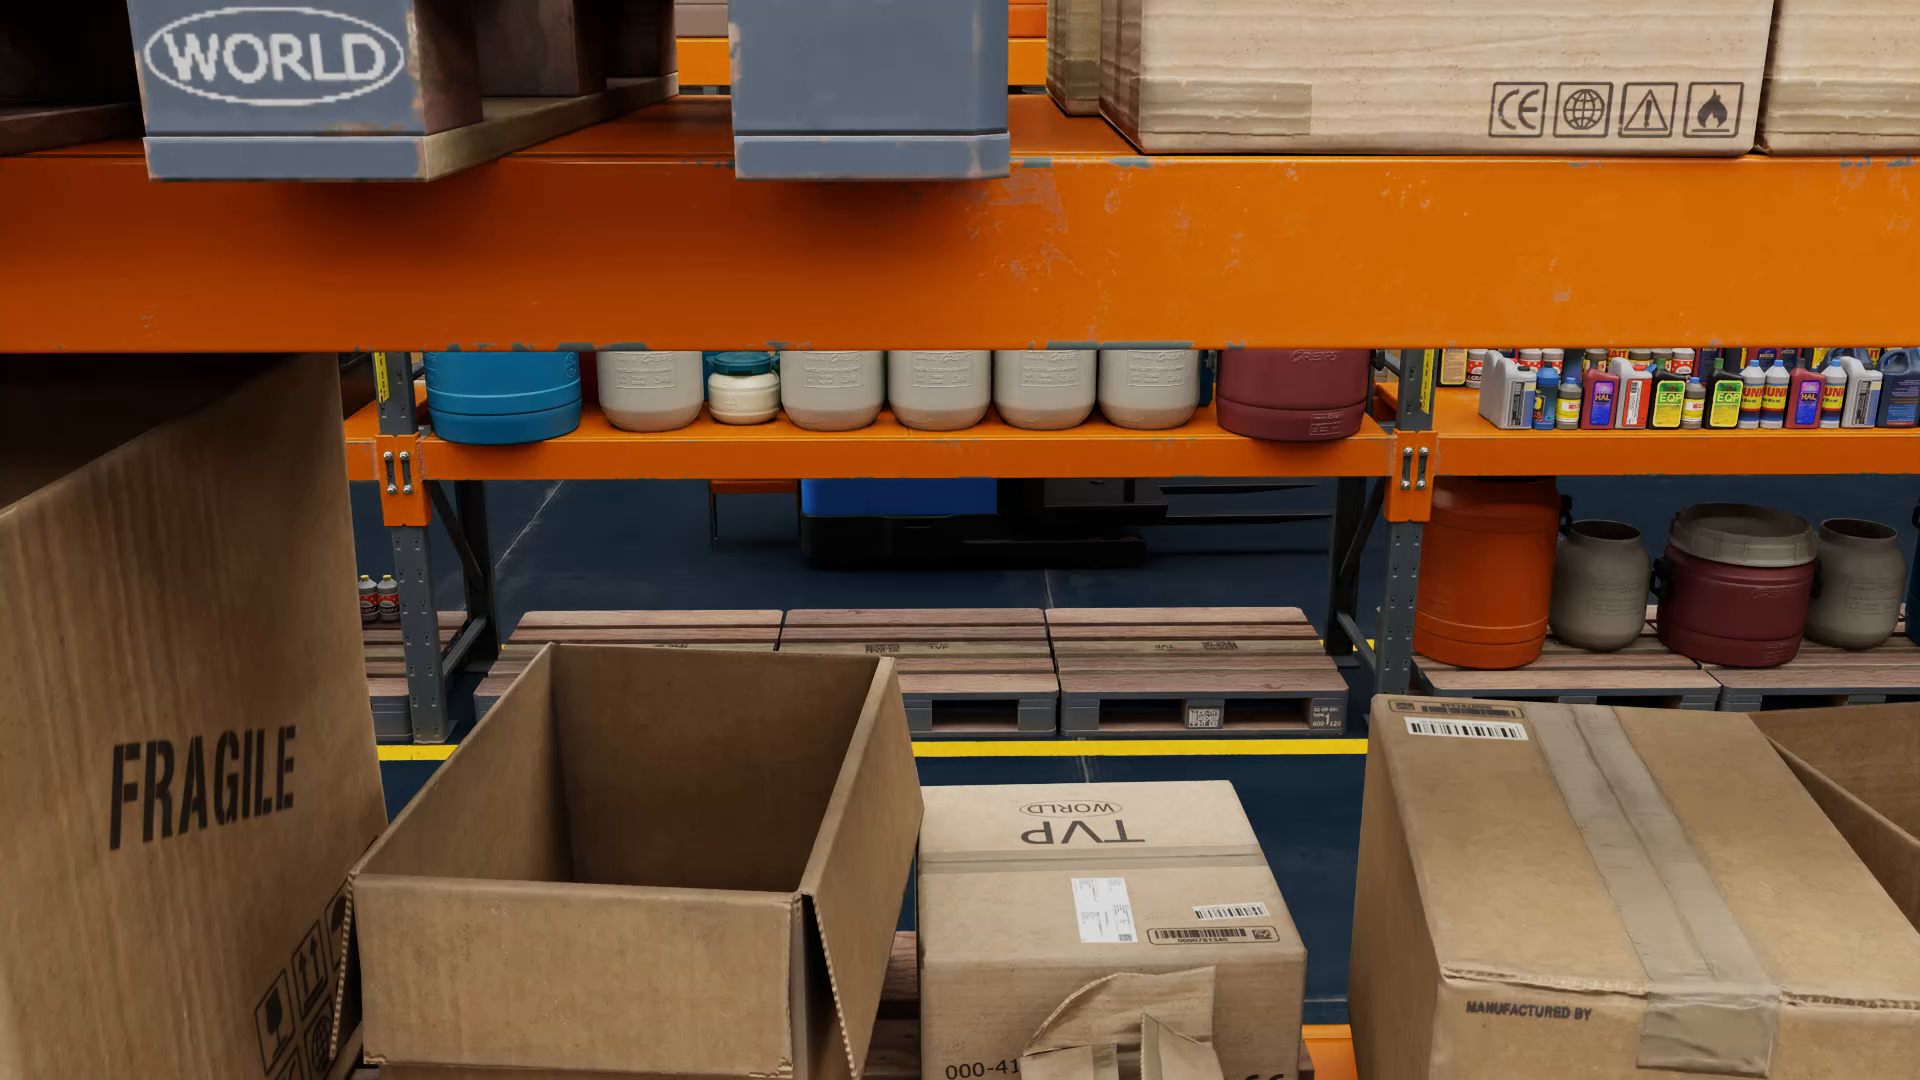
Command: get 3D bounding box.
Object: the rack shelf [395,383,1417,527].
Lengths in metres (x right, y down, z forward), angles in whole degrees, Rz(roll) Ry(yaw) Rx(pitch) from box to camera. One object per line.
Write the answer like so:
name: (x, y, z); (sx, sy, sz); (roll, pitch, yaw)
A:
rack shelf: (-0.210, -0.396, 7.049); (4.000, 0.370, 1.077); (0, 18, -1)

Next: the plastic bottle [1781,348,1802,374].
plastic bottle: (3.650, -0.813, 7.364); (0.133, 0.283, 0.061); (0, 18, -1)

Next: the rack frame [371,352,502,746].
rack frame: (-2.209, -0.729, 6.909); (0.127, 3.000, 1.000); (0, 18, -1)

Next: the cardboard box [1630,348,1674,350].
cardboard box: (4.732, -1.210, 11.781); (0.500, 0.500, 0.500); (0, 18, -1)

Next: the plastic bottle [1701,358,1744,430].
plastic bottle: (3.056, -0.586, 6.655); (0.133, 0.283, 0.061); (0, 18, -1)

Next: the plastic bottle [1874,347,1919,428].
plastic bottle: (3.774, -0.634, 6.695); (0.185, 0.351, 0.144); (0, 18, -1)

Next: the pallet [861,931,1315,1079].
pallet: (-0.110, 0.878, 2.214); (1.213, 0.211, 1.003); (0, 18, -1)

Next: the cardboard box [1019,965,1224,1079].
cardboard box: (0.205, 0.719, 1.928); (0.258, 0.266, 0.396); (-1, 18, -2)

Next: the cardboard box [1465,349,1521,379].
cardboard box: (3.722, -1.204, 11.764); (0.500, 0.500, 0.500); (-1, 18, -3)

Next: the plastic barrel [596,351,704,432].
plastic barrel: (-1.249, -0.731, 6.694); (0.433, 0.535, 0.433); (0, 18, 0)

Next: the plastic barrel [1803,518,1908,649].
plastic barrel: (3.971, 0.193, 7.419); (0.421, 0.512, 0.421); (0, 18, 0)

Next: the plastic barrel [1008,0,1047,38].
plastic barrel: (0.312, -2.440, 6.630); (0.708, 0.830, 0.600); (0, 18, -1)

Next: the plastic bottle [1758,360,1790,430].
plastic bottle: (3.268, -0.587, 6.677); (0.097, 0.271, 0.097); (0, 18, 0)

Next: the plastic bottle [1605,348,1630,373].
plastic bottle: (2.924, -0.817, 7.395); (0.097, 0.271, 0.097); (0, 18, 0)

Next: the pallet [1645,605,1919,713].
pallet: (3.795, 0.558, 7.463); (1.213, 0.211, 1.003); (0, 18, -1)

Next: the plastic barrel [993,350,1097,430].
plastic barrel: (0.344, -0.729, 6.727); (0.421, 0.512, 0.421); (0, 18, 0)

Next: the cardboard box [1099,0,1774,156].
cardboard box: (0.399, -0.507, 1.553); (0.500, 0.250, 0.500); (0, 18, 1)

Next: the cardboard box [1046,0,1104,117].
cardboard box: (0.367, -0.660, 2.030); (0.500, 0.250, 0.500); (0, 18, 0)

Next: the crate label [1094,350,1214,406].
crate label: (0.792, -0.843, 7.207); (0.616, 0.435, 0.502); (0, 18, -1)

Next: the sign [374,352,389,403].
sign: (-2.212, -0.693, 6.343); (0.005, 0.325, 0.100); (0, 18, -1)

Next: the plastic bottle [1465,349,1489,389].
plastic bottle: (2.304, -0.781, 7.396); (0.097, 0.201, 0.097); (0, 18, 0)

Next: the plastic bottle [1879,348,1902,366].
plastic bottle: (4.163, -0.817, 7.387); (0.135, 0.276, 0.152); (0, 18, -1)

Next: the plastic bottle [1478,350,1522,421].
plastic bottle: (2.225, -0.639, 6.832); (0.135, 0.276, 0.152); (0, 18, -1)

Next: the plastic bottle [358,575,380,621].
plastic bottle: (-2.738, 0.263, 7.679); (0.097, 0.201, 0.097); (0, 18, 0)

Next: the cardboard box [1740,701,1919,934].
cardboard box: (1.329, 0.532, 2.128); (0.500, 0.500, 0.500); (-2, 18, -8)

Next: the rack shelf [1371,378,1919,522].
rack shelf: (3.790, -0.415, 7.109); (4.000, 0.370, 1.077); (0, 18, -1)

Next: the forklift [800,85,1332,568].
forklift: (0.626, -1.405, 9.130); (3.031, 2.935, 1.130); (-1, 18, -3)

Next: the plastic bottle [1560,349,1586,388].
plastic bottle: (2.729, -0.816, 7.392); (0.097, 0.271, 0.097); (0, 18, 0)

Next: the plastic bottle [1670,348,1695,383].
plastic bottle: (3.216, -0.785, 7.410); (0.097, 0.201, 0.097); (0, 18, 0)

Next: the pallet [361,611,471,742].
pallet: (-2.882, 0.589, 7.365); (1.213, 0.211, 1.003); (0, 18, -1)

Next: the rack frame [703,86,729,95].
rack frame: (-2.366, -3.755, 16.342); (0.127, 3.000, 1.000); (0, 18, -1)

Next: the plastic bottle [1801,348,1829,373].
plastic bottle: (3.809, -0.852, 7.374); (0.185, 0.351, 0.144); (0, 18, -1)

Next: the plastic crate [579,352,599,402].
plastic crate: (-1.730, -0.855, 7.198); (0.583, 0.464, 0.402); (0, 18, -1)

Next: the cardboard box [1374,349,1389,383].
cardboard box: (2.699, -1.200, 11.748); (0.500, 0.500, 0.500); (-1, 18, -3)

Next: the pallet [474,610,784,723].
pallet: (-1.425, 0.583, 7.384); (1.213, 0.211, 1.003); (0, 18, -1)

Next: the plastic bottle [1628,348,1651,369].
plastic bottle: (3.021, -0.784, 7.407); (0.097, 0.201, 0.097); (0, 18, 0)

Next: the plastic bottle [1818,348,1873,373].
plastic bottle: (3.637, -0.680, 6.838); (0.185, 0.351, 0.144); (0, 18, -1)

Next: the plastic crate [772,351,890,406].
plastic crate: (-0.473, -0.723, 7.237); (0.662, 0.188, 0.450); (0, 18, -1)

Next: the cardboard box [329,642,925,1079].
cardboard box: (-0.399, 0.498, 2.228); (0.637, 0.503, 0.797); (2, 18, 5)

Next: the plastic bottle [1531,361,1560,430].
plastic bottle: (2.344, -0.583, 6.664); (0.097, 0.271, 0.097); (0, 18, 0)

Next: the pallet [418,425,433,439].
pallet: (-4.303, -0.916, 12.058); (1.213, 0.211, 1.003); (0, 18, -1)

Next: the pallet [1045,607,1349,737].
pallet: (1.015, 0.571, 7.421); (1.213, 0.211, 1.003); (0, 18, -1)

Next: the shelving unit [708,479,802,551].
shelving unit: (-1.155, -0.550, 9.299); (0.503, 1.200, 0.258); (-1, 18, -3)

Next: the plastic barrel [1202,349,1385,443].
plastic barrel: (1.331, -0.718, 6.653); (0.708, 0.536, 0.600); (0, 18, -1)

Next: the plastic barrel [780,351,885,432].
plastic barrel: (-0.516, -0.735, 6.705); (0.433, 0.535, 0.433); (0, 18, 0)

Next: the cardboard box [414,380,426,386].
cardboard box: (-3.744, -1.057, 11.747); (0.500, 0.250, 0.500); (0, 18, -1)

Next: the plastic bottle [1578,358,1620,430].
plastic bottle: (2.557, -0.584, 6.648); (0.133, 0.283, 0.061); (0, 18, -1)

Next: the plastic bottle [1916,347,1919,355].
plastic bottle: (4.184, -0.744, 7.280); (0.097, 0.201, 0.097); (0, 18, 0)

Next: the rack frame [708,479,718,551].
rack frame: (-1.398, -0.547, 9.288); (0.015, 1.200, 0.240); (-1, 18, -3)

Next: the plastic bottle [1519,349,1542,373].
plastic bottle: (2.534, -0.782, 7.400); (0.097, 0.201, 0.097); (0, 18, 0)

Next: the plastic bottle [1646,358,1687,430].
plastic bottle: (2.825, -0.585, 6.652); (0.133, 0.283, 0.061); (0, 18, -1)

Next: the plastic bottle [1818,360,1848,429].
plastic bottle: (3.499, -0.588, 6.681); (0.097, 0.271, 0.097); (0, 18, 0)

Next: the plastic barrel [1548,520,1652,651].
plastic barrel: (2.842, 0.199, 7.403); (0.421, 0.512, 0.421); (0, 18, 0)
